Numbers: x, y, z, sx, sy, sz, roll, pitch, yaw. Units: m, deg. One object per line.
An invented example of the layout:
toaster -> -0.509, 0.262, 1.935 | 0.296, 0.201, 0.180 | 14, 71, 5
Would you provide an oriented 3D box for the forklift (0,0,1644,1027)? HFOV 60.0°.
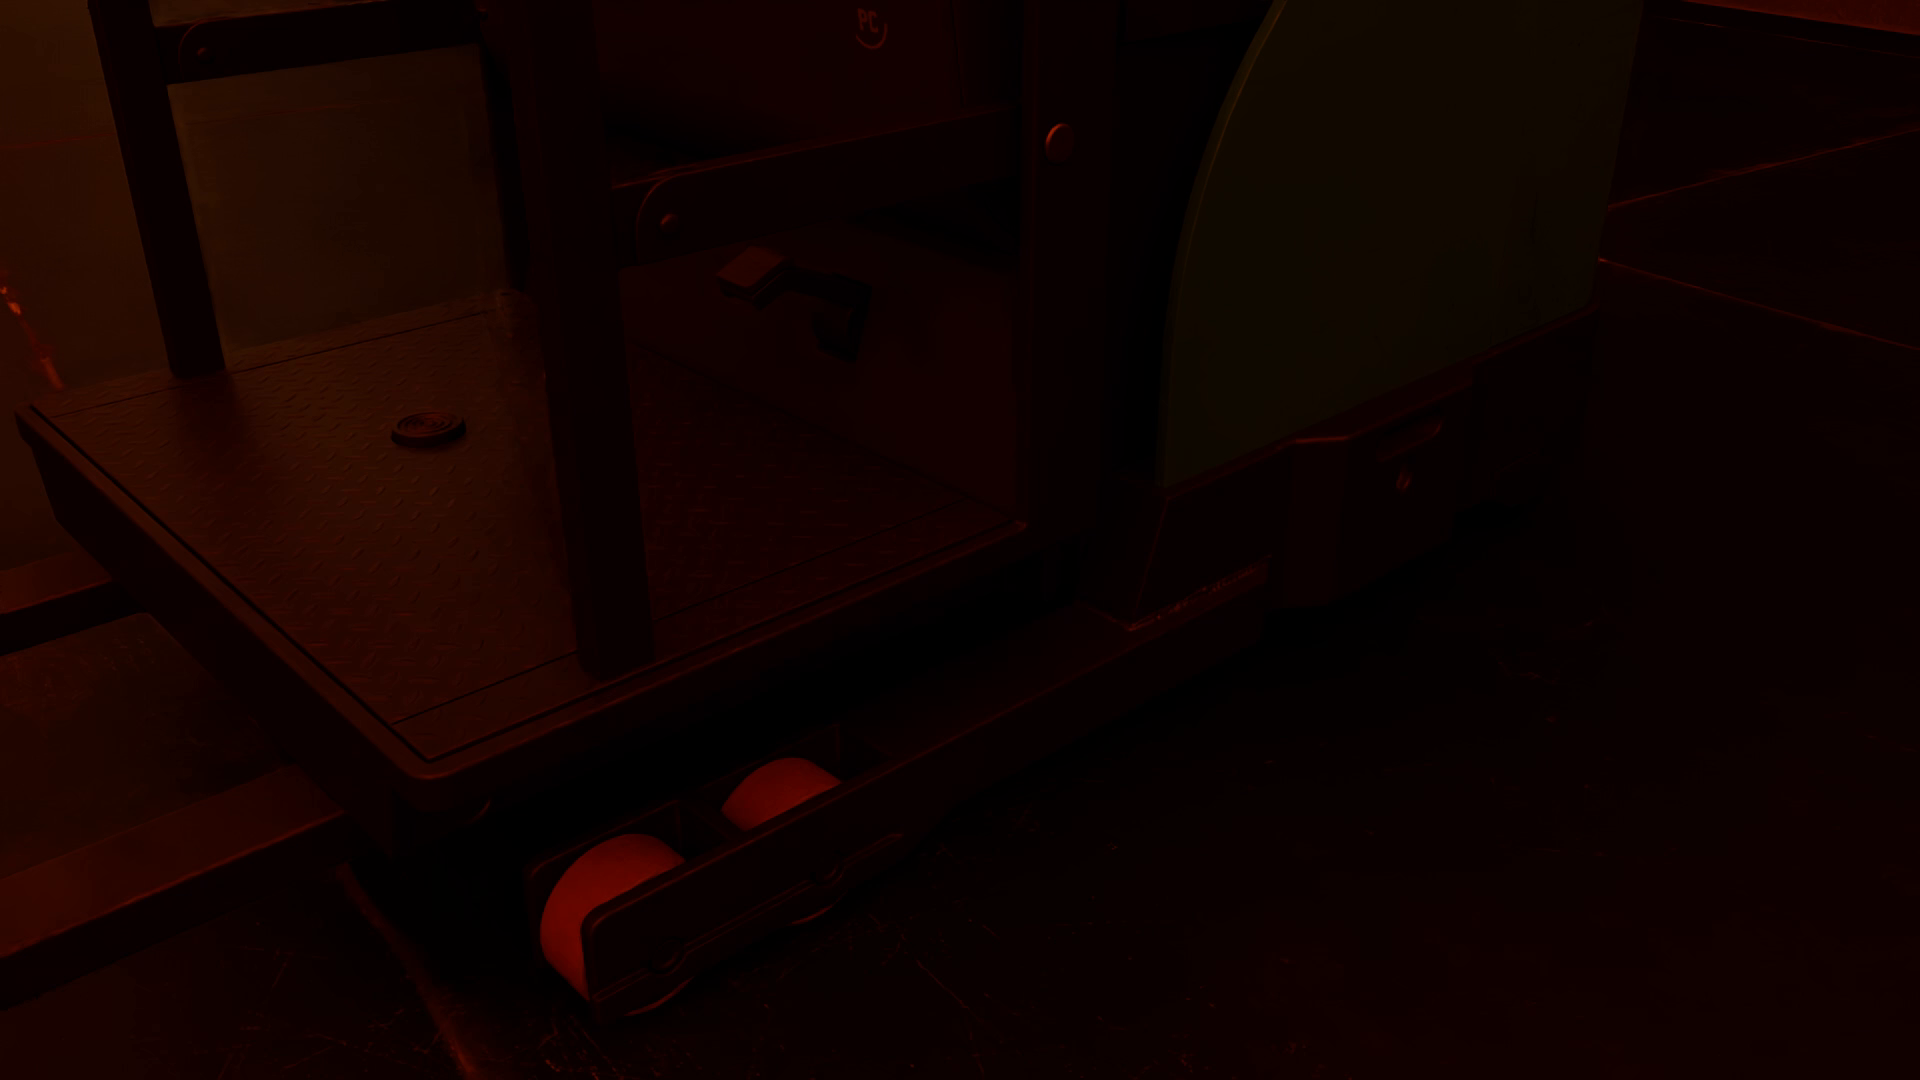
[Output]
forklift -> -0.444, -1.121, 1.465 | 3.031, 2.935, 1.130 | -22, 34, -37
